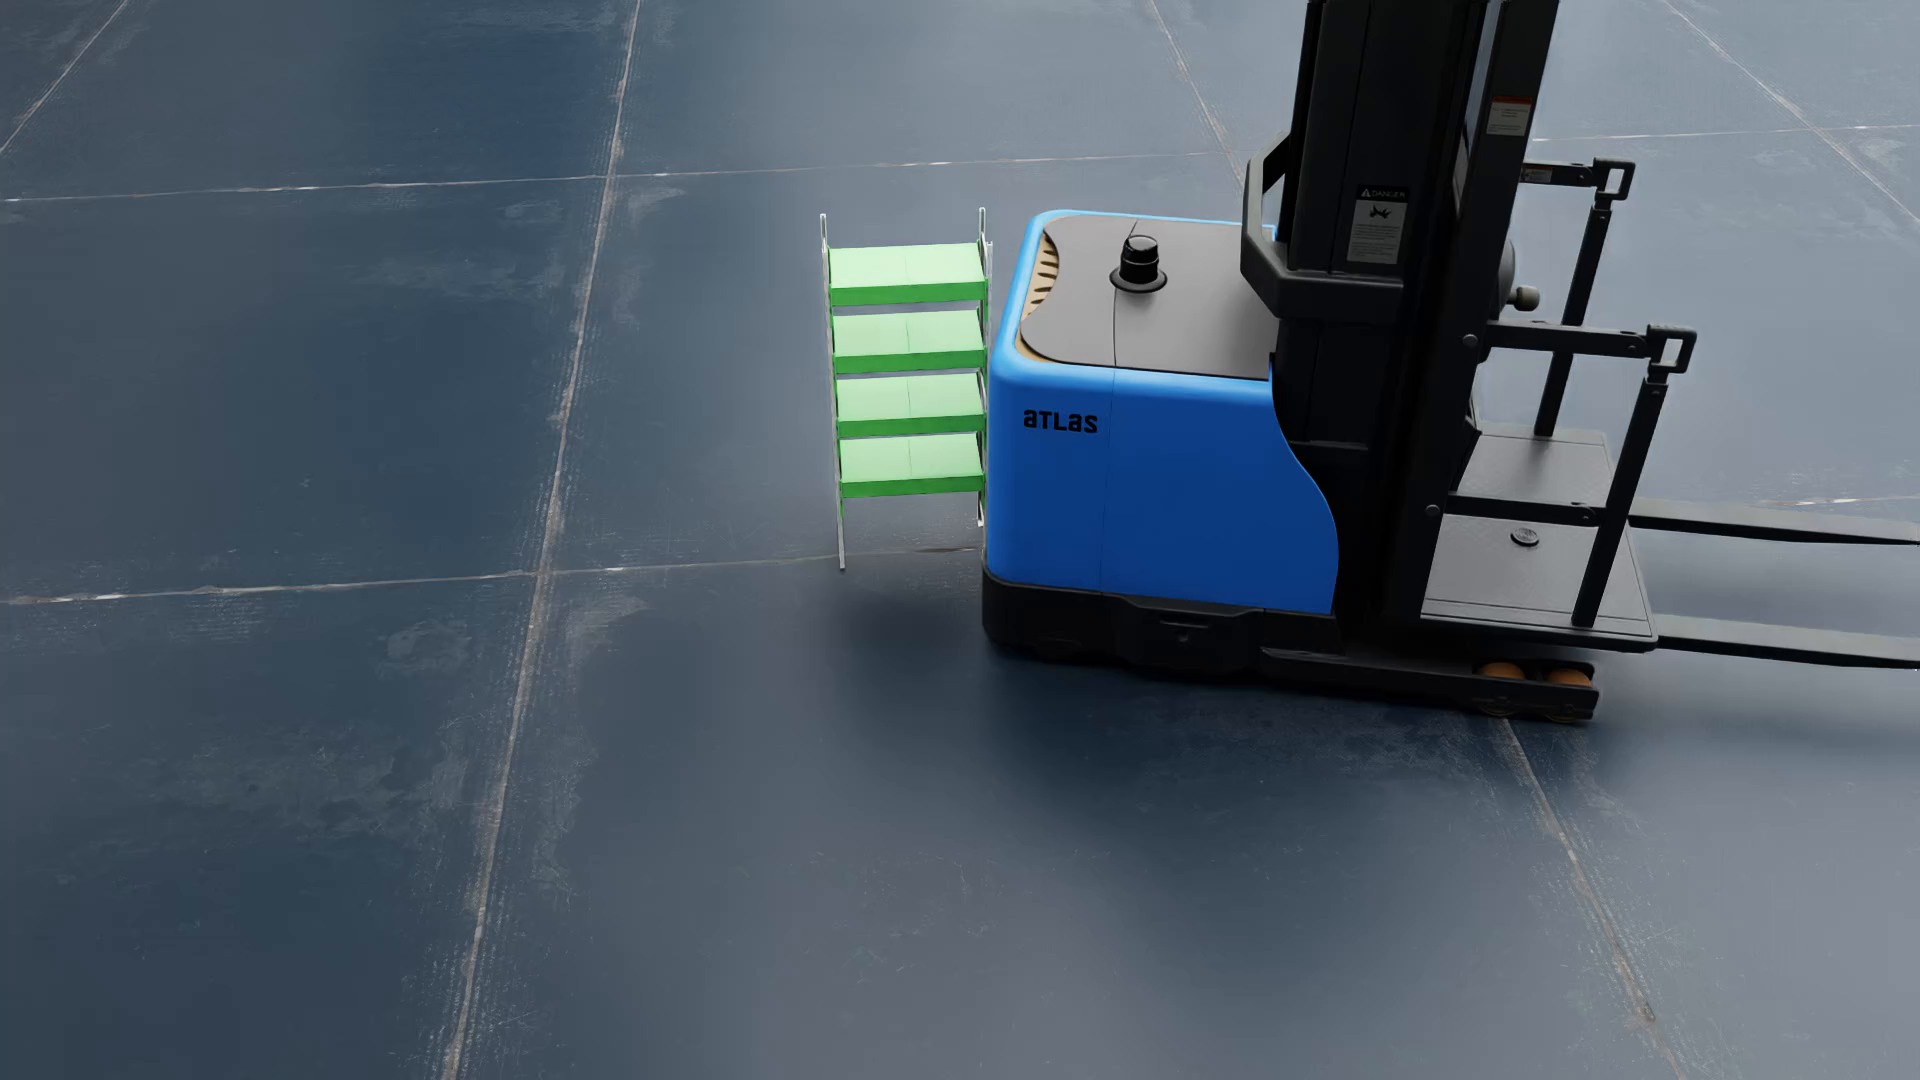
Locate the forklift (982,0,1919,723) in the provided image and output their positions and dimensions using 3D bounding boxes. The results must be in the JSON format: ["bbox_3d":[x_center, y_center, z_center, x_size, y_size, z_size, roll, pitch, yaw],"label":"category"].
[{"bbox_3d":[1.633,-0.952,4.590,3.031,2.935,1.130,6,39,7],"label":"forklift"}]

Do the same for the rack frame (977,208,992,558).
[{"bbox_3d":[0.078,-0.475,5.384,0.015,1.200,0.240,-3,38,-4],"label":"rack frame"}]

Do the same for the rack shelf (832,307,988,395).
[{"bbox_3d":[-0.165,-0.600,5.258,0.480,0.148,0.258,-3,38,-4],"label":"rack shelf"}]

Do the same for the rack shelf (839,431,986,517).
[{"bbox_3d":[-0.165,-0.223,5.555,0.480,0.148,0.258,-3,38,-4],"label":"rack shelf"}]

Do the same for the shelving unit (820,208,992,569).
[{"bbox_3d":[-0.165,-0.462,5.367,0.503,1.200,0.258,-3,38,-4],"label":"shelving unit"}]

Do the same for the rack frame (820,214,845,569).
[{"bbox_3d":[-0.408,-0.449,5.350,0.015,1.200,0.240,-3,38,-4],"label":"rack frame"}]

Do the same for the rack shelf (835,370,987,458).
[{"bbox_3d":[-0.165,-0.412,5.406,0.480,0.148,0.258,-3,38,-4],"label":"rack shelf"}]

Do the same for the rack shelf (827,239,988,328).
[{"bbox_3d":[-0.165,-0.789,5.109,0.480,0.148,0.258,-3,38,-4],"label":"rack shelf"}]
